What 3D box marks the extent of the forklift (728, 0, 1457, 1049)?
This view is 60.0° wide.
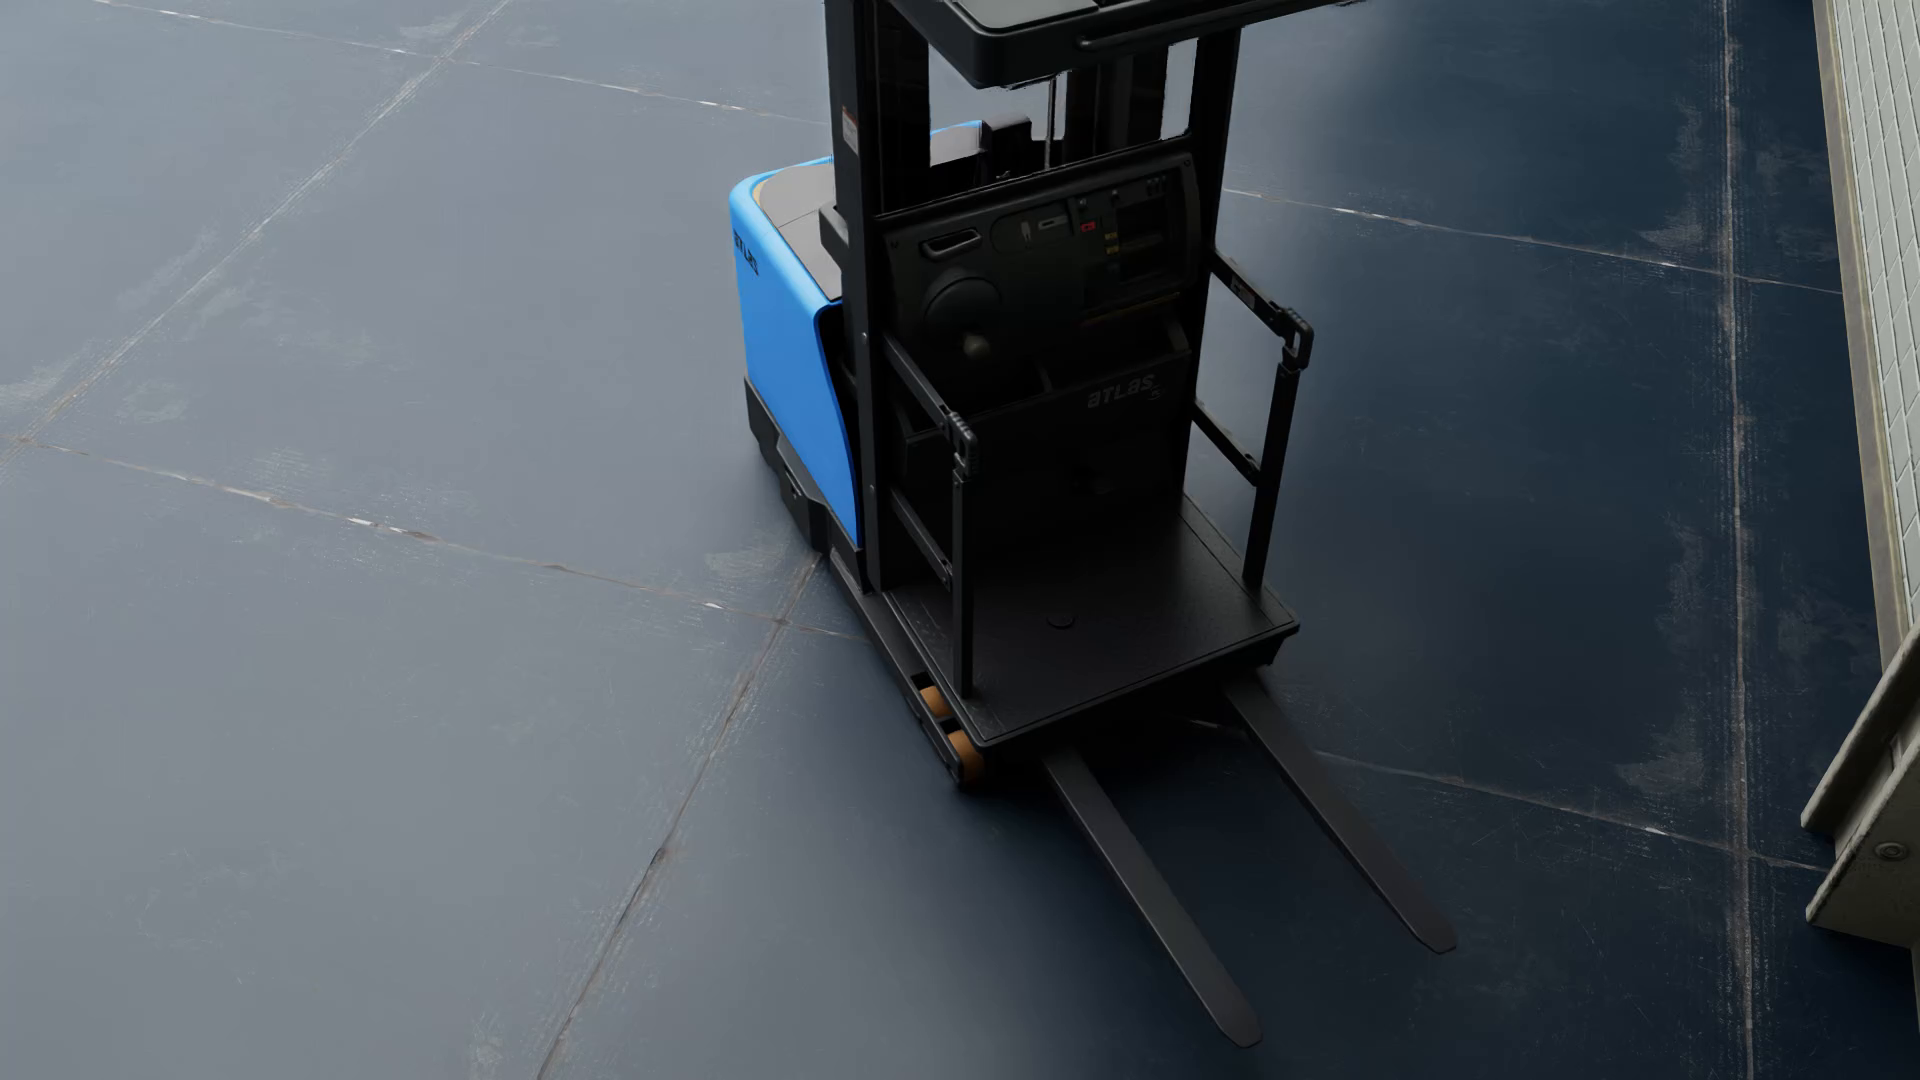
[{"bbox_3d":[0.333,-0.674,4.343,1.130,2.935,3.031,-19,47,-18],"label":"forklift"}]
